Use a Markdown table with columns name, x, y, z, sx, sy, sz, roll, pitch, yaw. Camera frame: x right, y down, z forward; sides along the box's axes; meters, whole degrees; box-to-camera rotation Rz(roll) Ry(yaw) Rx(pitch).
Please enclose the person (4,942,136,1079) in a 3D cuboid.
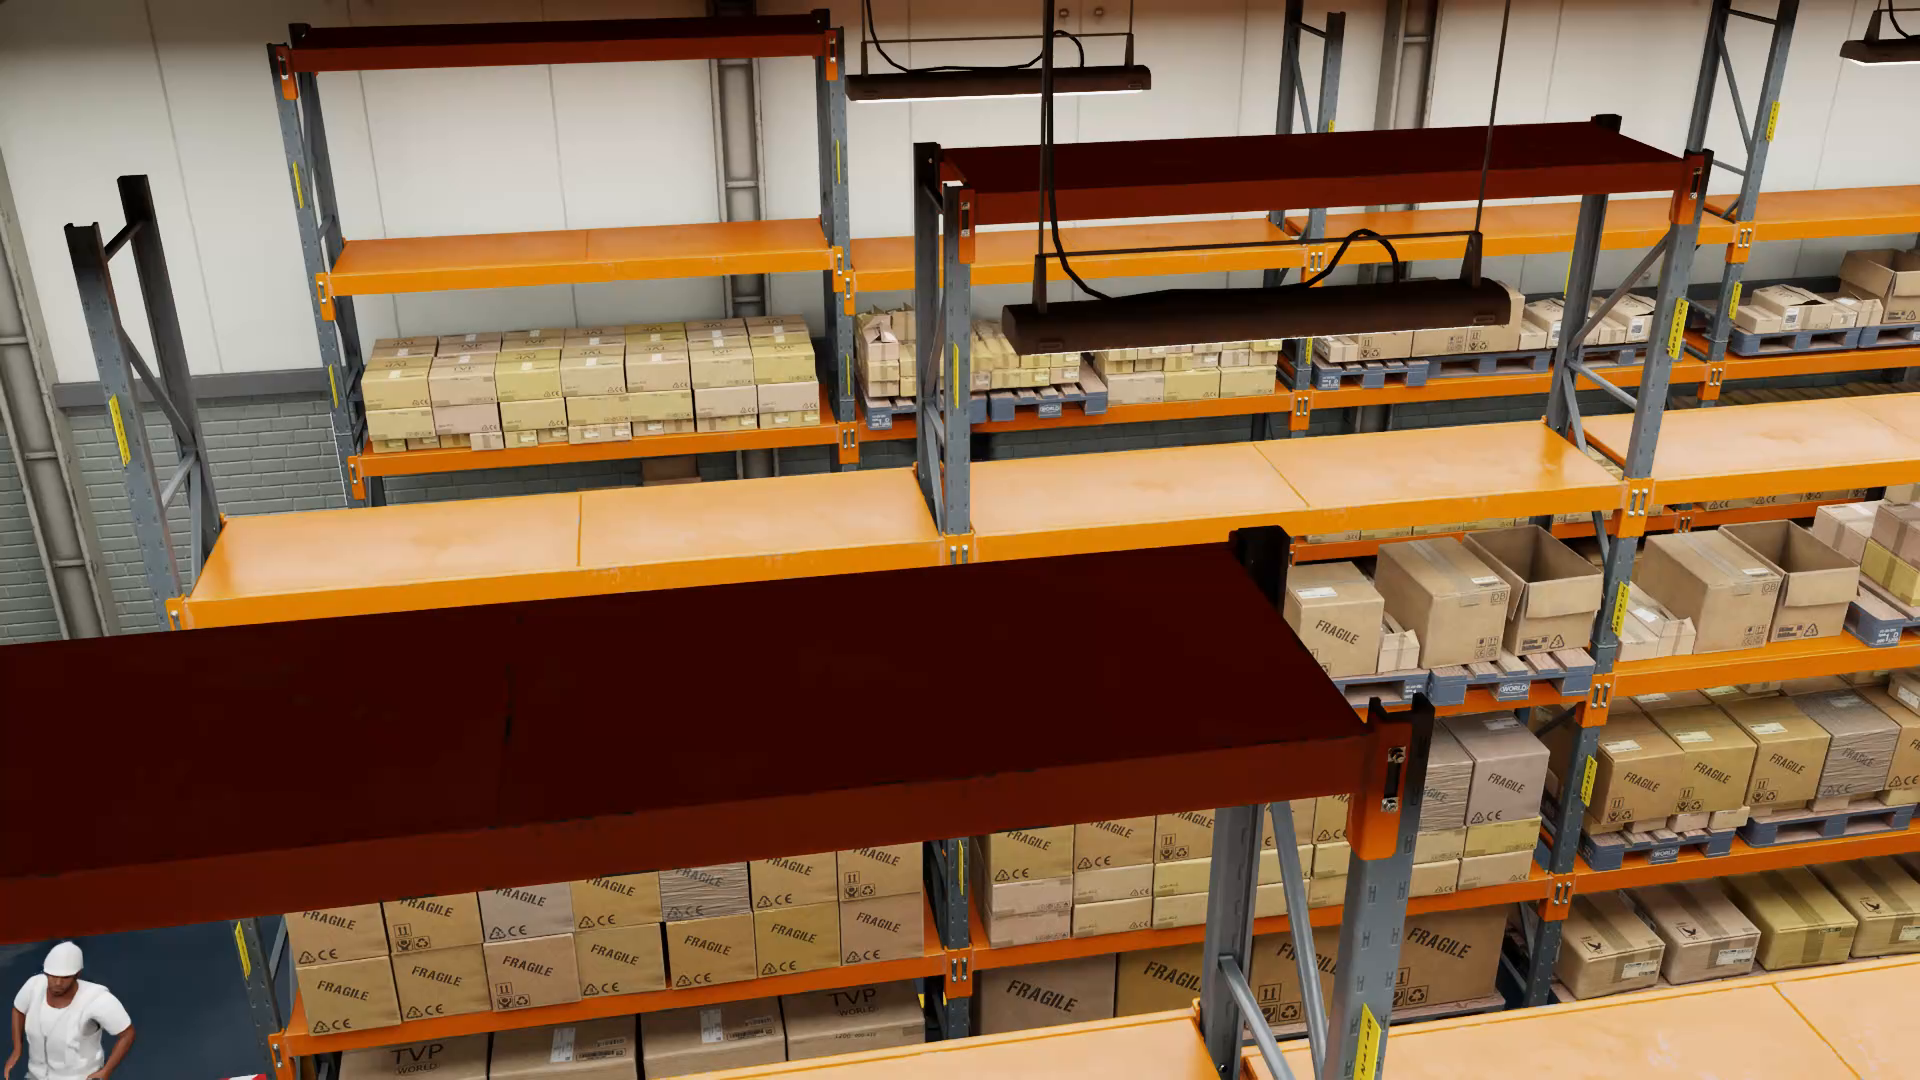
| name | x | y | z | sx | sy | sz | roll | pitch | yaw |
| --- | --- | --- | --- | --- | --- | --- | --- | --- | --- |
| person | -5.318 | 3.156 | 9.837 | 0.756 | 1.677 | 0.571 | 8 | 27 | 16 |
